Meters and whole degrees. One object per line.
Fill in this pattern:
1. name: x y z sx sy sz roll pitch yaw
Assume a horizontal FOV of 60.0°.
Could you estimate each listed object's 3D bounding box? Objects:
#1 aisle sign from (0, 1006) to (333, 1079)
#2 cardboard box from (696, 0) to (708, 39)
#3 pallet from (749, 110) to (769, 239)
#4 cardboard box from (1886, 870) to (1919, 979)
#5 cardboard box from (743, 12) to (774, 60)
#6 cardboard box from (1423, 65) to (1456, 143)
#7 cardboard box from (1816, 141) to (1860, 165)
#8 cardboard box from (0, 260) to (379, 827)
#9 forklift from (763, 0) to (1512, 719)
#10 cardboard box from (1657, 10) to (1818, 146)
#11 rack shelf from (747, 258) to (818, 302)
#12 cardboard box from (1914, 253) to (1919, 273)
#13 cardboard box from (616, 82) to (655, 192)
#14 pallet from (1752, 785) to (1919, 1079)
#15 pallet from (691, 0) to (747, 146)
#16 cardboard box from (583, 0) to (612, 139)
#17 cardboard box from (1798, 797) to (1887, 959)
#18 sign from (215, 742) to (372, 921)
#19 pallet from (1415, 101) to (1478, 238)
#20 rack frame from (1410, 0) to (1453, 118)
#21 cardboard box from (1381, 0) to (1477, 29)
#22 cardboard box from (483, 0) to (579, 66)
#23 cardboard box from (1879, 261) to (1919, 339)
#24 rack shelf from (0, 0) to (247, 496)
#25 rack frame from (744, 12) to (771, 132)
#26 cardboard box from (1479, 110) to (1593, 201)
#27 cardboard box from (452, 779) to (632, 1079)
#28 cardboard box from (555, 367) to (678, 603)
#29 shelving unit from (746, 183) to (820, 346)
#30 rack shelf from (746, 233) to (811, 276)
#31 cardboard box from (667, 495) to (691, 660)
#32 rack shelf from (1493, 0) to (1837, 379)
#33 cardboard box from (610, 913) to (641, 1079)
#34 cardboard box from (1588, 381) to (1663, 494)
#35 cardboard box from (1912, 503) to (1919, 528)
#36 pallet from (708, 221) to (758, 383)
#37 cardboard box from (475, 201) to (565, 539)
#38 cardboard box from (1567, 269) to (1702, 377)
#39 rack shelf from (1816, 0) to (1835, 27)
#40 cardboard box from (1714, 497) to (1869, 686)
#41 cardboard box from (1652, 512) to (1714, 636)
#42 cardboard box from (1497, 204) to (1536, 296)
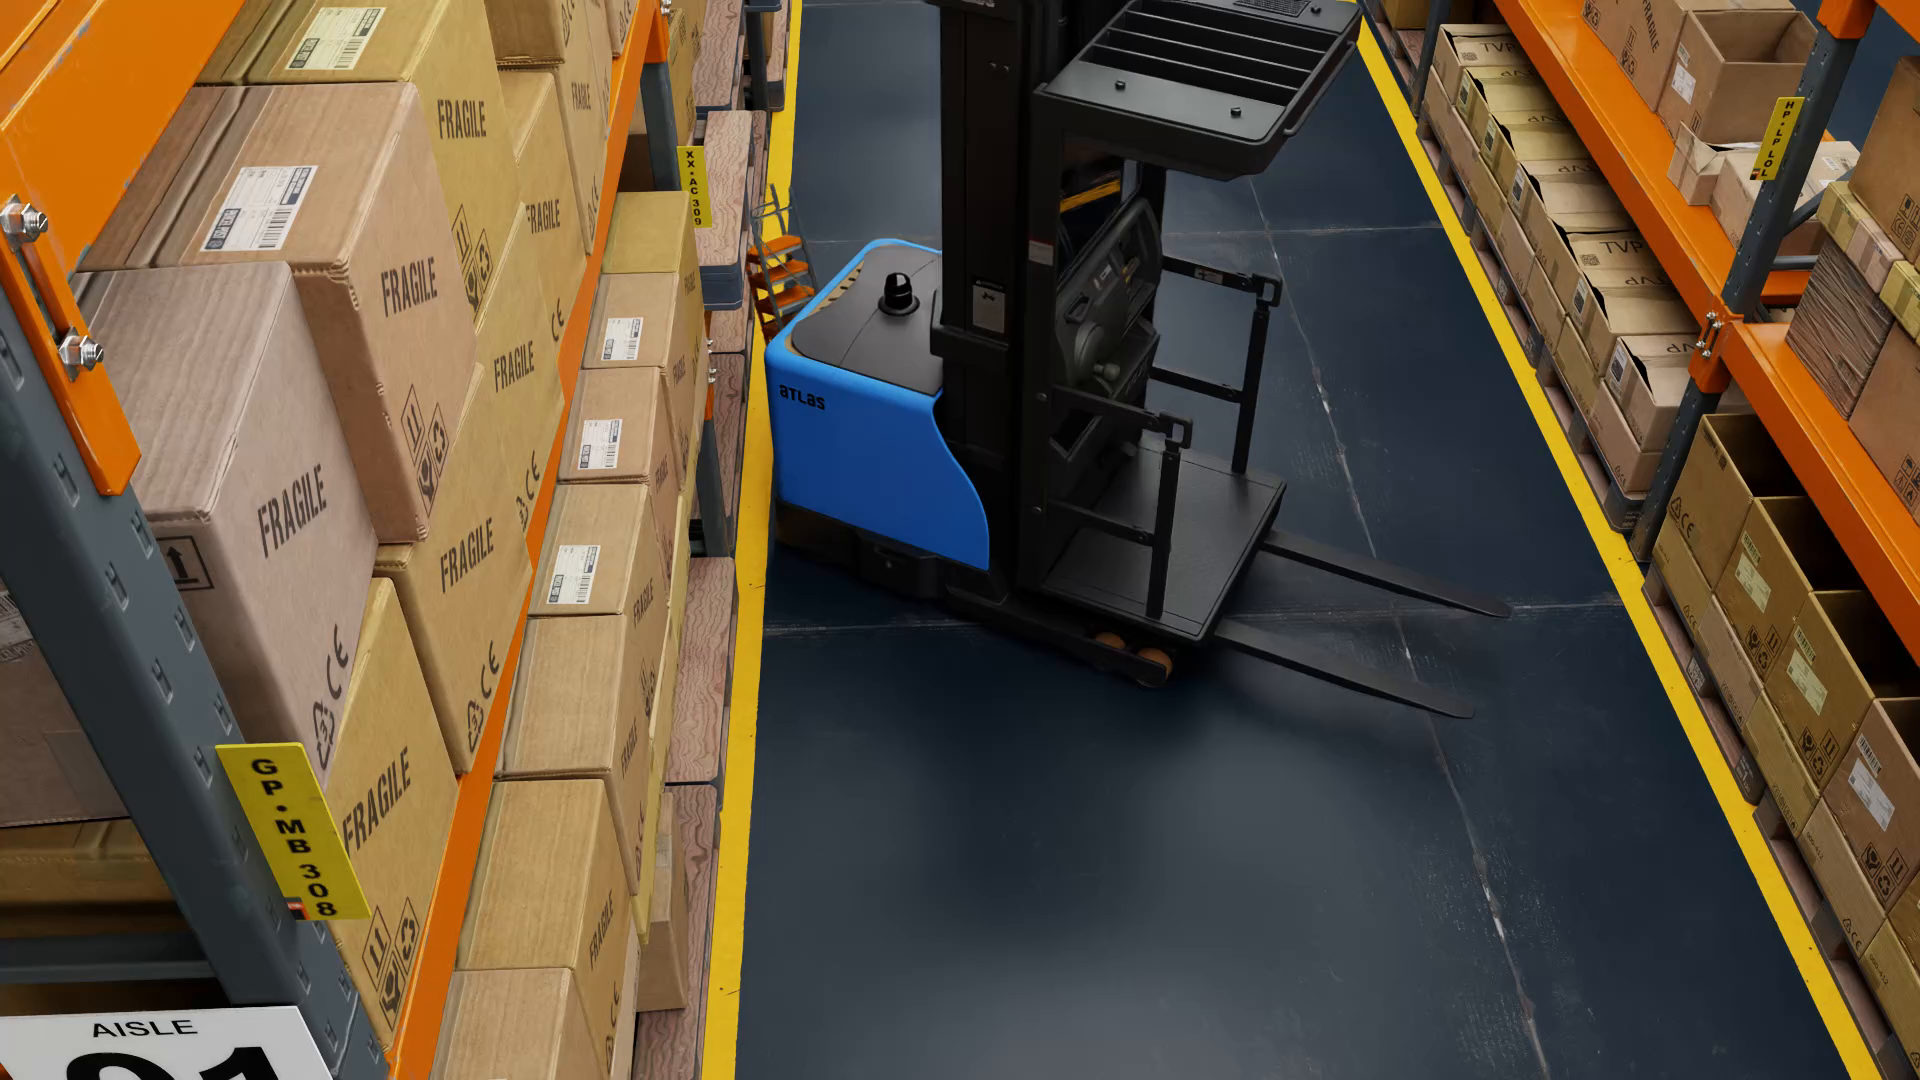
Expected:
1. aisle sign: -1.014 0.871 2.306 0.394 0.787 0.004 -2 43 -2
2. cardboard box: -1.551 -2.653 7.675 0.700 0.500 0.500 -2 43 -2
3. pallet: -1.624 -2.056 9.487 1.003 0.211 1.213 -2 43 -2
4. cardboard box: 3.256 1.199 5.041 0.500 0.500 0.500 -2 43 -2
5. cardboard box: -1.556 -3.474 10.250 0.750 0.750 0.750 -2 43 -2
6. cardboard box: 3.022 -2.535 9.670 0.500 0.250 0.500 -2 43 -2
7. cardboard box: 3.629 -1.567 7.076 0.380 0.149 0.250 -2 43 -2
8. cardboard box: -1.090 0.004 2.127 0.500 0.500 0.500 -4 43 -5
9. forklift: 0.746 -0.895 6.207 3.031 2.935 1.130 19 46 19
10. cardboard box: 3.424 -1.967 7.252 0.500 0.500 0.500 1 43 1
11. rack shelf: -0.805 -1.179 7.534 0.258 0.103 0.180 -26 27 -25
12. cardboard box: 3.511 -0.931 5.161 0.700 0.500 0.500 -2 43 -2
13. cardboard box: -1.474 -1.455 6.367 0.700 0.500 0.500 -2 43 -2
14. pallet: 3.510 1.336 5.786 1.003 0.211 1.213 -2 43 -2
15. pallet: -1.531 -2.206 7.728 1.003 0.211 1.213 -2 43 -2
16. cardboard box: -1.209 -1.386 4.383 0.500 0.500 0.500 -5 43 -5
17. cardboard box: 3.239 1.137 5.663 0.500 0.250 0.500 -2 43 -2
18. sign: -0.774 0.346 1.936 0.100 0.325 0.005 -2 43 -2
19. pallet: 3.289 -2.171 9.612 1.003 0.211 1.213 -2 43 -2
20. rack frame: 3.293 -3.756 9.278 1.000 3.000 0.127 -2 43 -2
21. cardboard box: 3.019 -3.622 10.655 0.500 0.500 0.500 0 43 0
22. cardboard box: -1.128 -1.377 3.634 0.500 0.500 0.500 -3 43 -3
23. cardboard box: 3.304 -0.801 5.500 0.380 0.149 0.250 -3 43 -3
24. rack shelf: -1.401 -1.506 2.918 1.077 0.370 4.000 -2 43 -2
25. rack frame: -1.656 -3.612 9.120 1.000 3.000 0.127 -2 43 -2
26. cardboard box: 3.072 -2.043 8.718 0.500 0.311 0.500 -3 43 -3
27. cardboard box: -1.047 0.896 3.744 0.500 0.500 0.500 -2 43 -2
28. cardboard box: -1.120 -0.152 4.887 0.500 0.500 0.500 -3 43 -3
29. shelving unit: -0.764 -1.006 7.616 0.258 1.200 0.189 -26 27 -25
30. rack shelf: -0.829 -1.286 7.484 0.258 0.103 0.180 -26 27 -25
31. cardboard box: -1.114 0.123 5.141 0.500 0.250 0.500 -2 43 -2
32. rack shelf: 3.378 -2.141 8.048 1.077 0.370 4.000 -2 43 -2
33. cardboard box: -1.056 1.148 4.023 0.500 0.250 0.500 -3 43 -3
34. cardboard box: 3.156 -0.469 7.415 0.500 0.250 0.500 -2 43 -2
35. cardboard box: 3.534 -0.099 5.213 0.700 0.500 0.500 -1 43 -1
36. pallet: -1.576 -1.234 8.590 1.003 0.211 1.213 -2 43 -2
37. cardboard box: -1.094 -0.308 3.207 0.500 0.500 0.500 0 43 0
38. cardboard box: 3.131 -1.020 7.602 0.500 0.311 0.500 -1 43 -1
39. rack shelf: 3.378 -3.247 7.034 1.077 0.370 4.000 -2 43 -2
40. cardboard box: 3.199 0.186 6.146 0.500 0.500 0.500 -2 43 -2
41. cardboard box: 3.180 0.125 6.768 0.500 0.250 0.500 -2 43 -2
42. cardboard box: 3.094 -1.499 8.539 0.500 0.250 0.500 -1 43 -1
